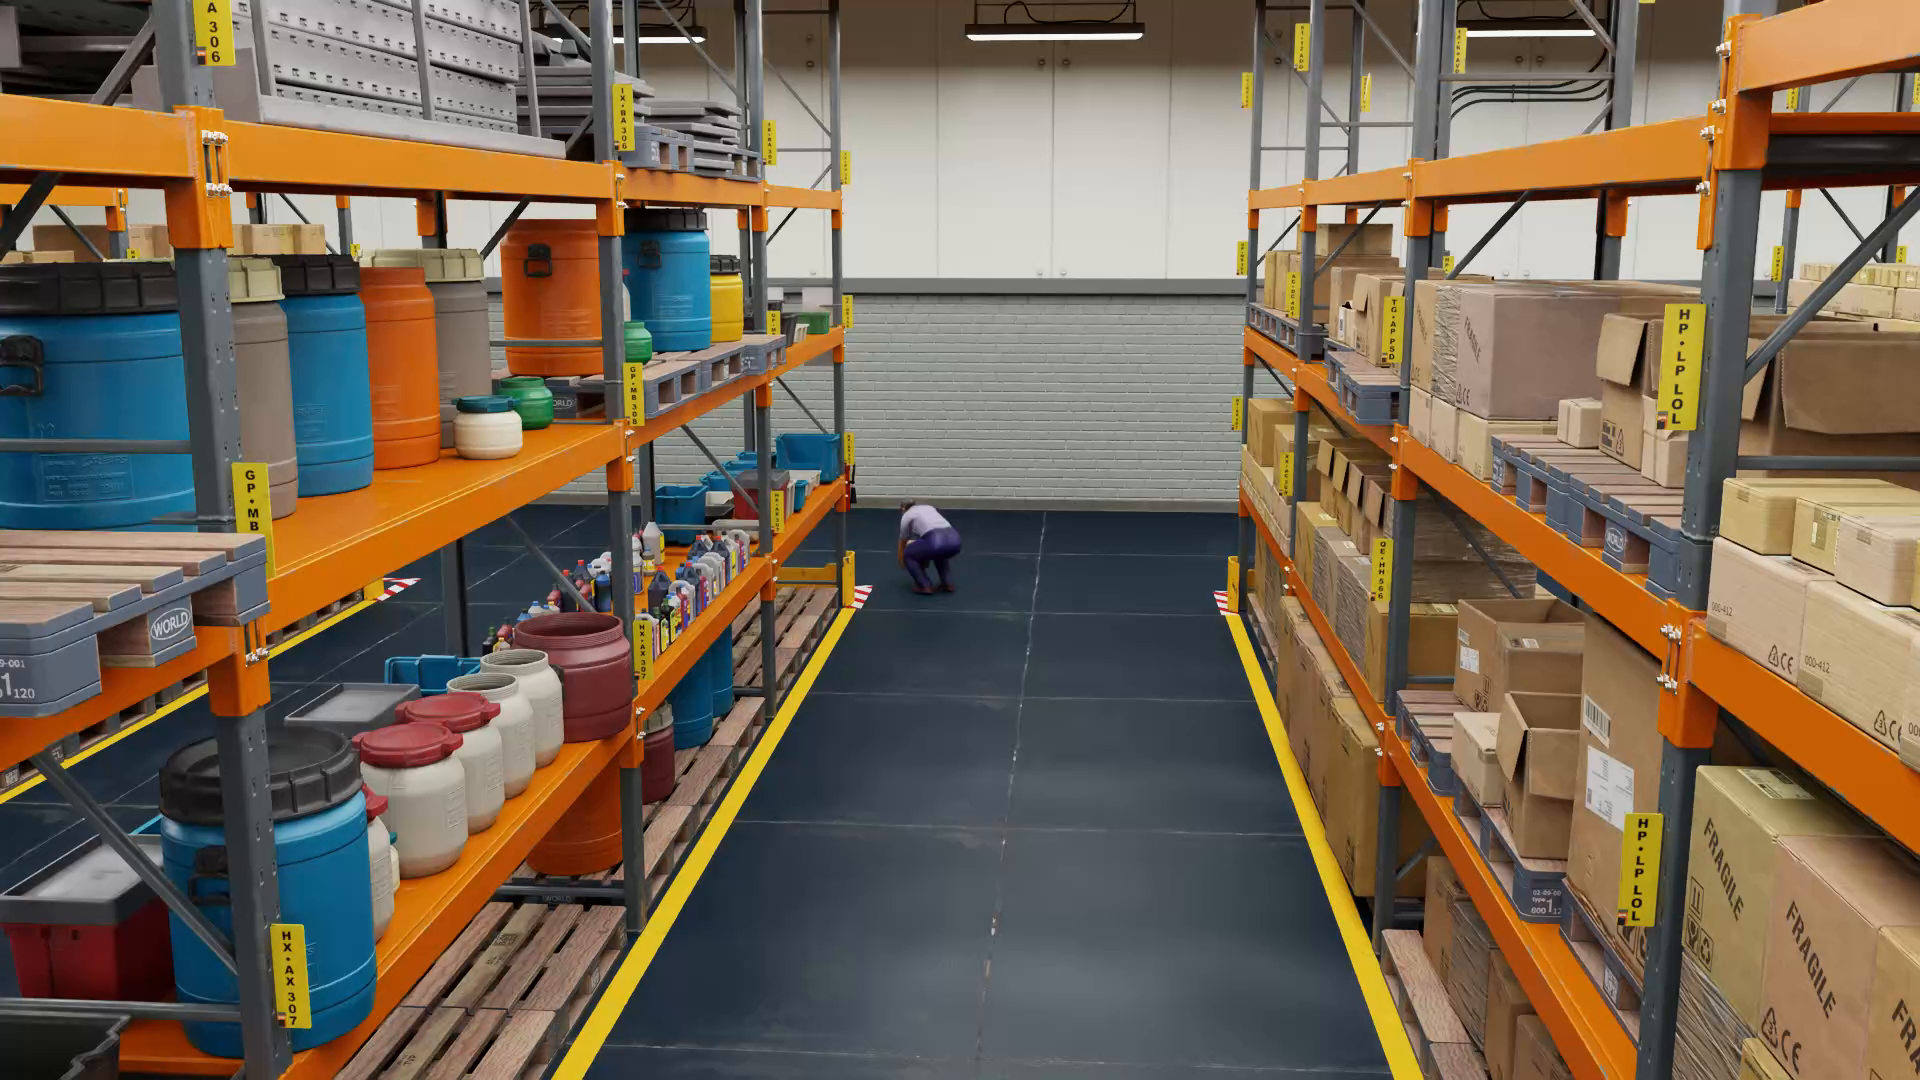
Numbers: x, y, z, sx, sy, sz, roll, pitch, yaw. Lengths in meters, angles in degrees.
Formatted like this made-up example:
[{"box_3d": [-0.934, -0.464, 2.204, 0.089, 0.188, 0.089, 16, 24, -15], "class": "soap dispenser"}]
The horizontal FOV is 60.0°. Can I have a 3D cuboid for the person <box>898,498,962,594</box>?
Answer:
[{"box_3d": [-0.344, 0.065, 17.529, 0.512, 0.944, 0.847, -7, 13, -32], "class": "person"}]
